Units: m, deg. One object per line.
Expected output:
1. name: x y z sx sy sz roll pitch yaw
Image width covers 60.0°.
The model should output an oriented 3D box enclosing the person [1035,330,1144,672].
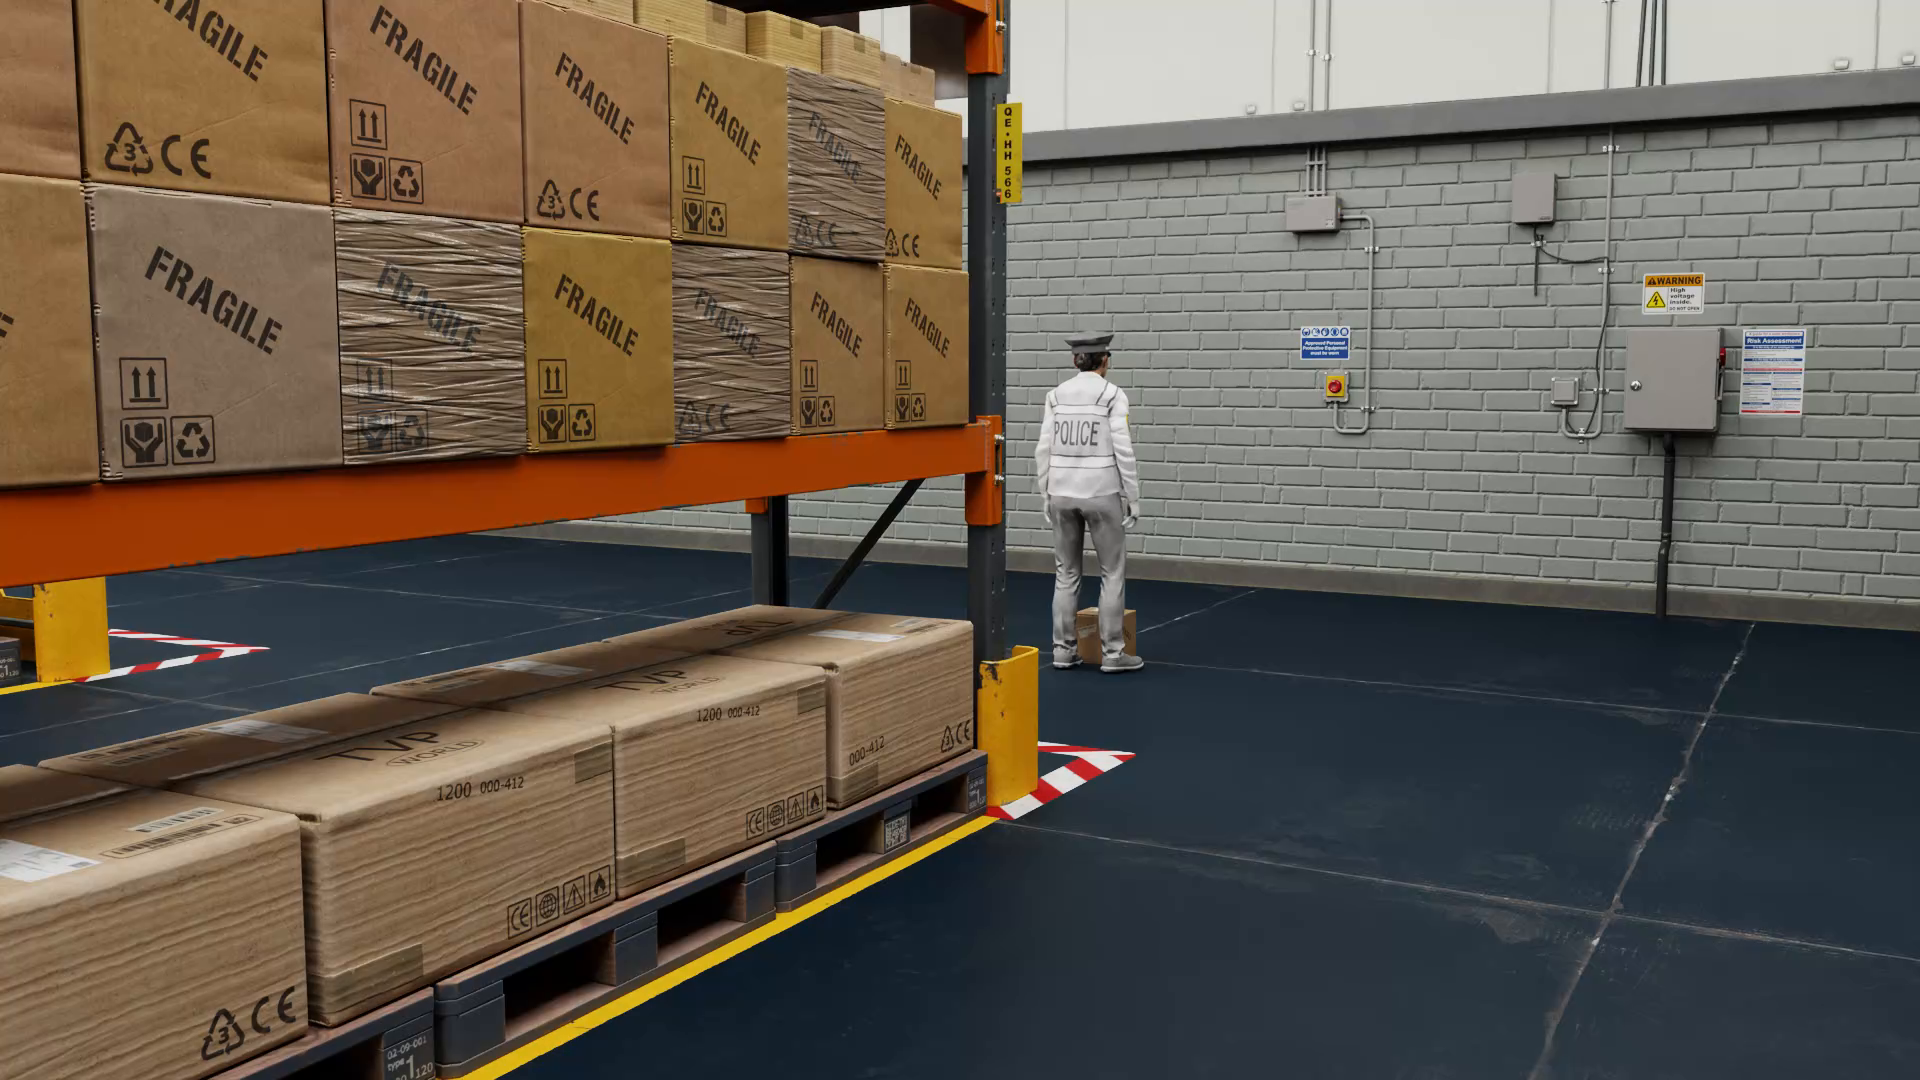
1. person: 0.628 -0.191 8.156 0.530 1.663 0.371 3 7 29
